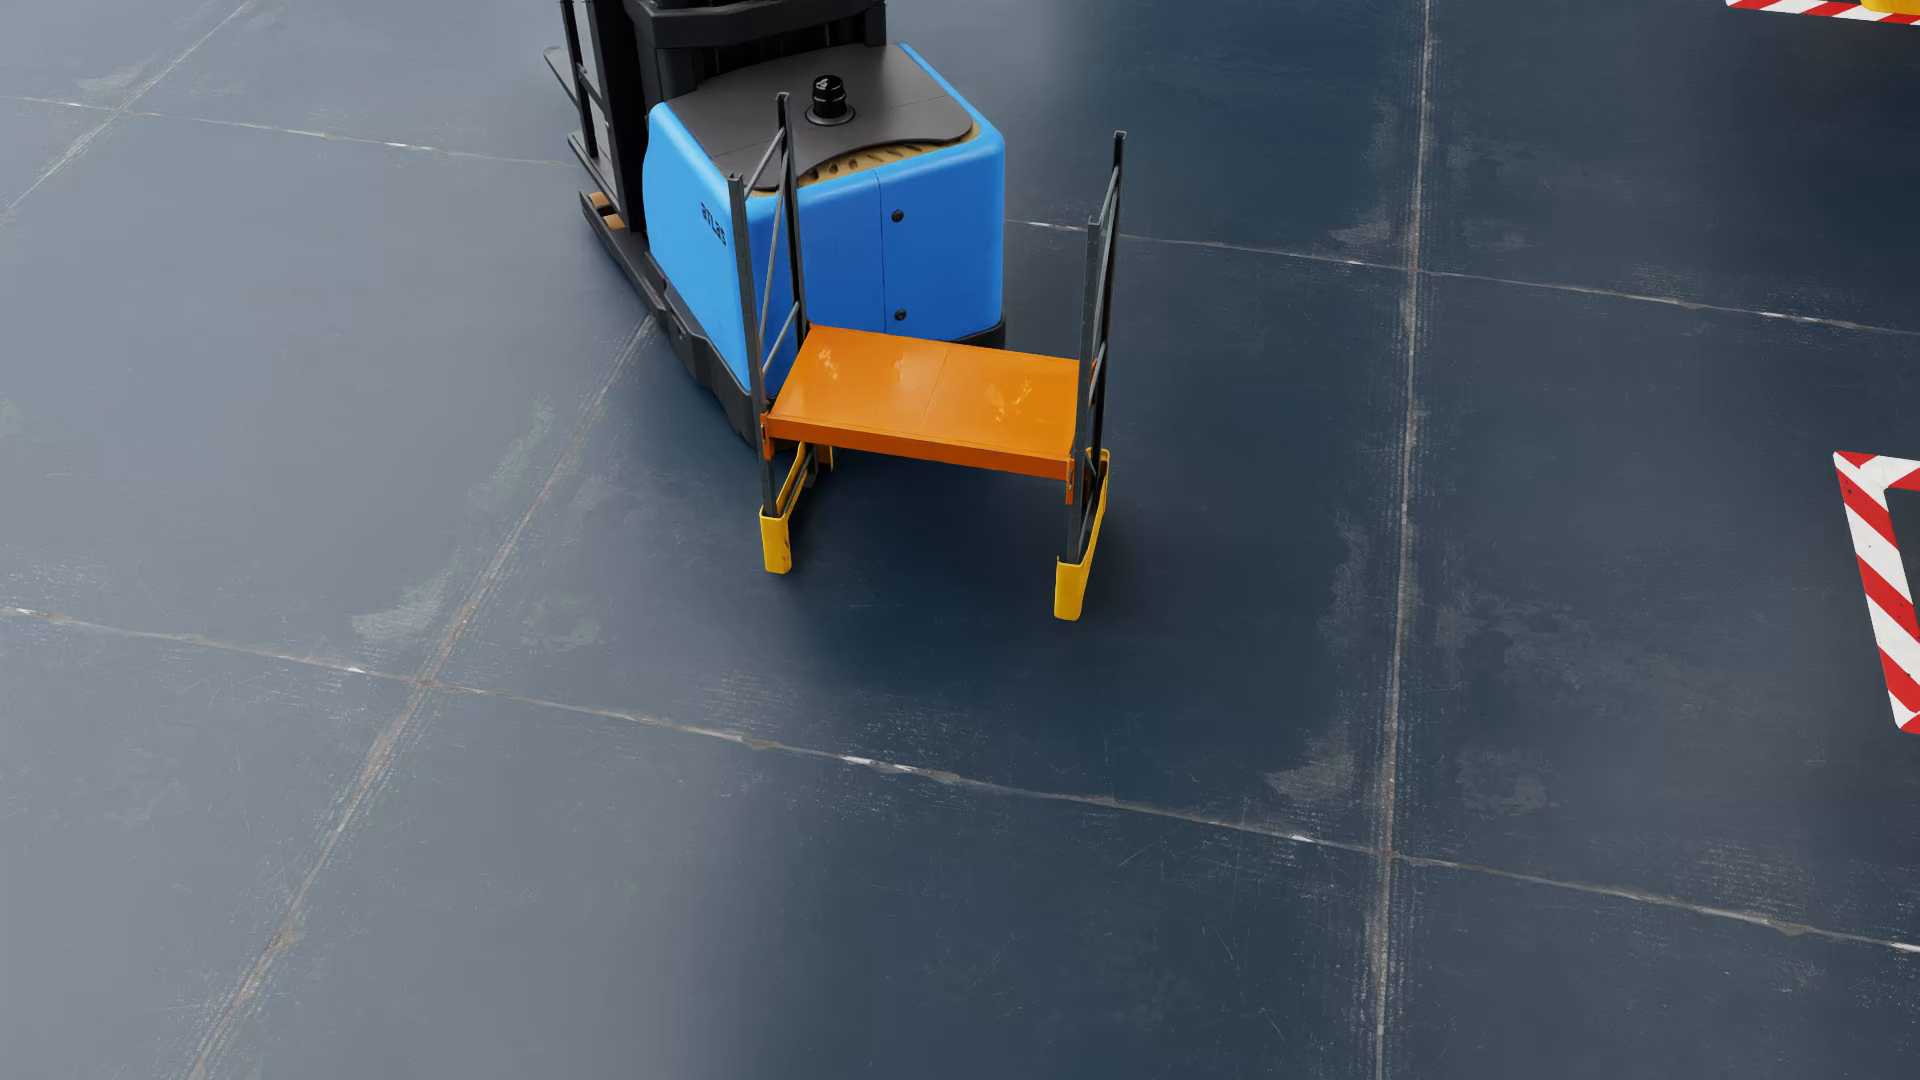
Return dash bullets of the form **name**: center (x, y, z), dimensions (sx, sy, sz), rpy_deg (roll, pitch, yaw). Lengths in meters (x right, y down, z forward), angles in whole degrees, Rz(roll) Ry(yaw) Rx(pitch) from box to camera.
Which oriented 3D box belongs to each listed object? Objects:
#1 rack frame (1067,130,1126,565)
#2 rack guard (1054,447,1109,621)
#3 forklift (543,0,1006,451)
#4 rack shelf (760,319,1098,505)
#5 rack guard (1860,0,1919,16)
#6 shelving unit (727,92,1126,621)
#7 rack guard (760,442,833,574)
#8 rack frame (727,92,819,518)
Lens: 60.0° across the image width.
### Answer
- **rack frame**: center (0.413, -0.476, 5.163), dimensions (0.032, 1.500, 0.500), rpy_deg (9, 45, 9)
- **rack guard**: center (0.412, -0.026, 5.597), dimensions (0.087, 0.250, 0.587), rpy_deg (9, 45, 9)
- **forklift**: center (-0.962, -2.394, 6.124), dimensions (1.130, 2.935, 3.031), rpy_deg (-20, 47, -20)
- **rack shelf**: center (-0.083, -0.424, 5.368), dimensions (1.000, 0.185, 0.538), rpy_deg (9, 45, 9)
- **rack guard**: center (4.969, -3.284, 8.802), dimensions (0.348, 0.500, 1.175), rpy_deg (9, 45, 9)
- **shelving unit**: center (-0.074, -0.552, 5.242), dimensions (1.083, 1.500, 0.587), rpy_deg (9, 45, 9)
- **rack guard**: center (-0.560, -0.177, 5.754), dimensions (0.087, 0.250, 0.587), rpy_deg (9, 45, 9)
- **rack frame**: center (-0.579, -0.630, 5.323), dimensions (0.032, 1.500, 0.500), rpy_deg (9, 45, 9)
